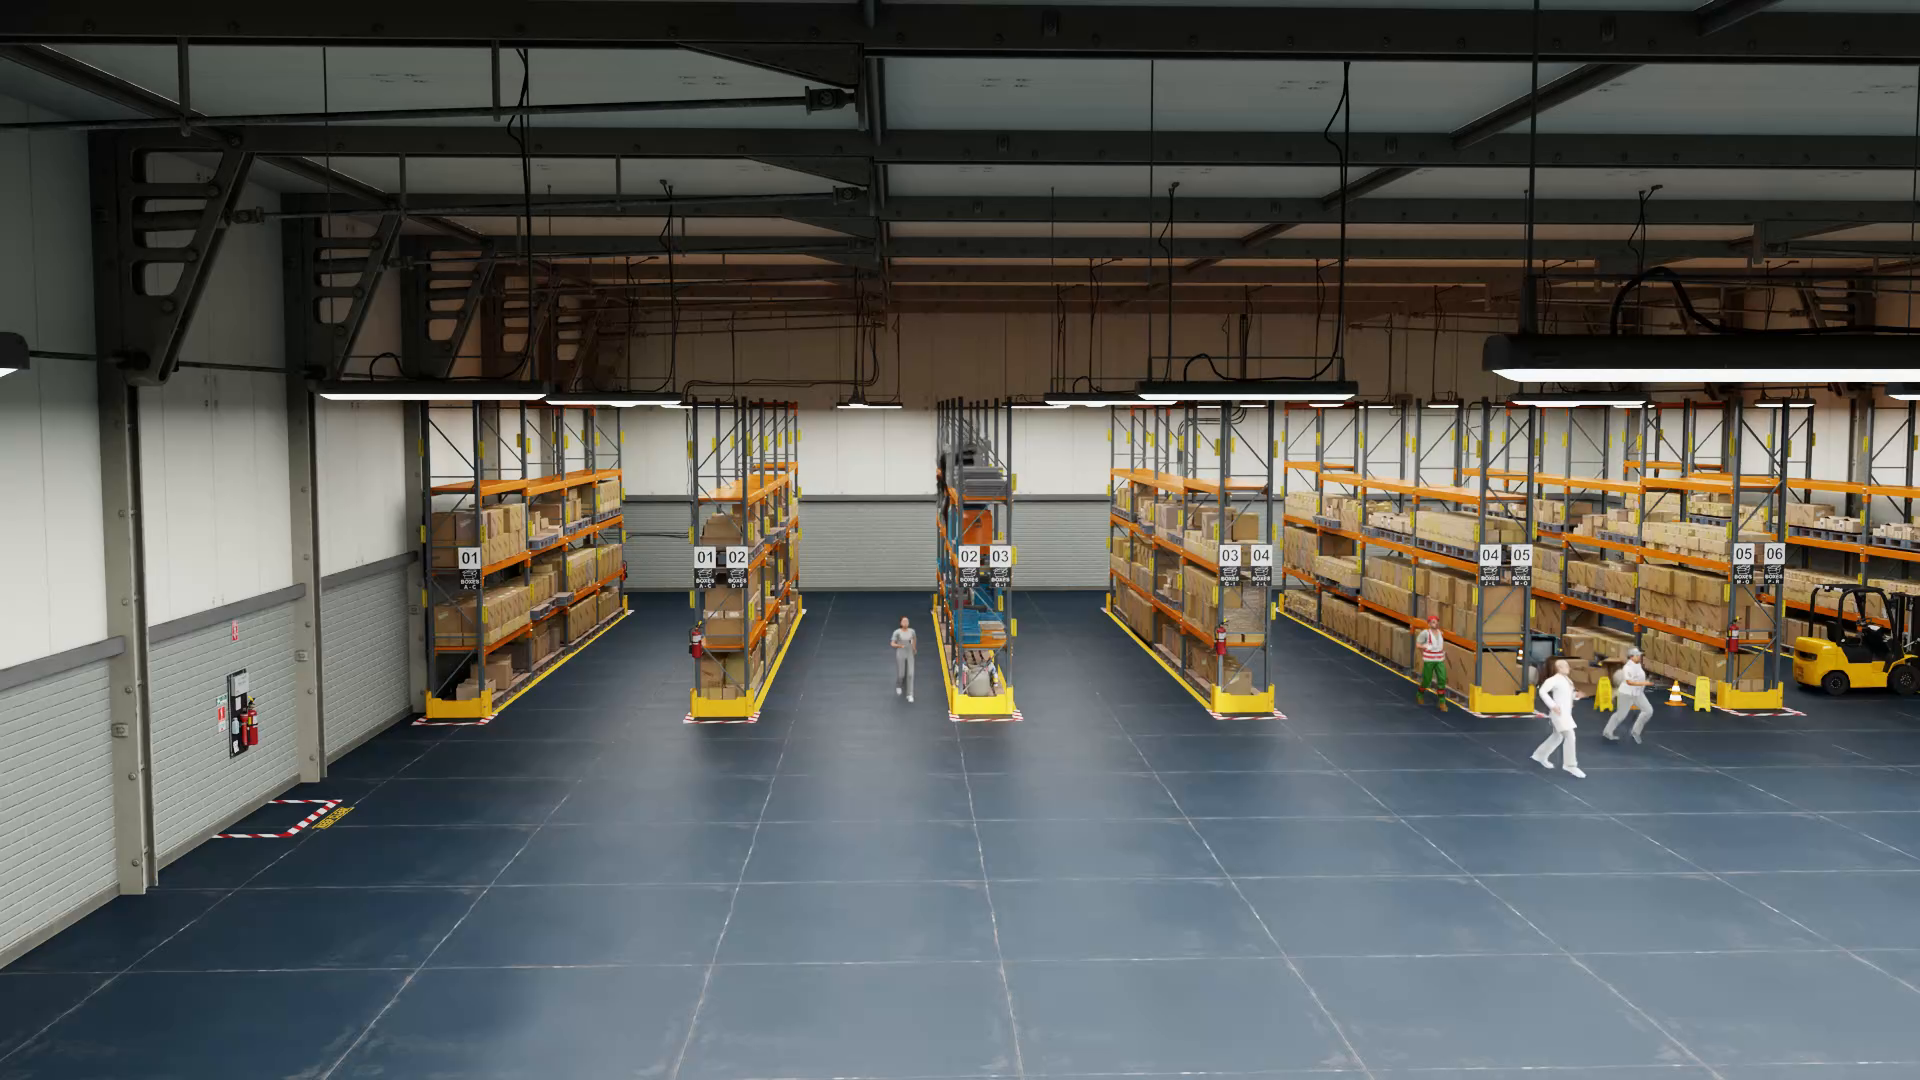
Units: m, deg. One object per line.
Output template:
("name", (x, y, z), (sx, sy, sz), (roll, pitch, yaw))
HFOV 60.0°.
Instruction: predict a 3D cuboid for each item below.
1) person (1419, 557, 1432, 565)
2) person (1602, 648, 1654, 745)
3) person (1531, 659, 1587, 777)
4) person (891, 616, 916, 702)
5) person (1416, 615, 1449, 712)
("person", (13.838, 1.141, 49.298), (0.764, 1.614, 0.624), (0, 4, 5))
("person", (11.571, 2.684, 28.673), (0.617, 1.678, 0.848), (-4, 6, -41))
("person", (9.492, 2.802, 26.325), (0.876, 1.809, 0.694), (3, 5, 34))
("person", (-1.090, 2.327, 32.901), (0.567, 1.650, 0.955), (-1, 5, -17))
("person", (9.067, 2.346, 31.943), (0.651, 1.817, 0.856), (-1, 5, -13))
